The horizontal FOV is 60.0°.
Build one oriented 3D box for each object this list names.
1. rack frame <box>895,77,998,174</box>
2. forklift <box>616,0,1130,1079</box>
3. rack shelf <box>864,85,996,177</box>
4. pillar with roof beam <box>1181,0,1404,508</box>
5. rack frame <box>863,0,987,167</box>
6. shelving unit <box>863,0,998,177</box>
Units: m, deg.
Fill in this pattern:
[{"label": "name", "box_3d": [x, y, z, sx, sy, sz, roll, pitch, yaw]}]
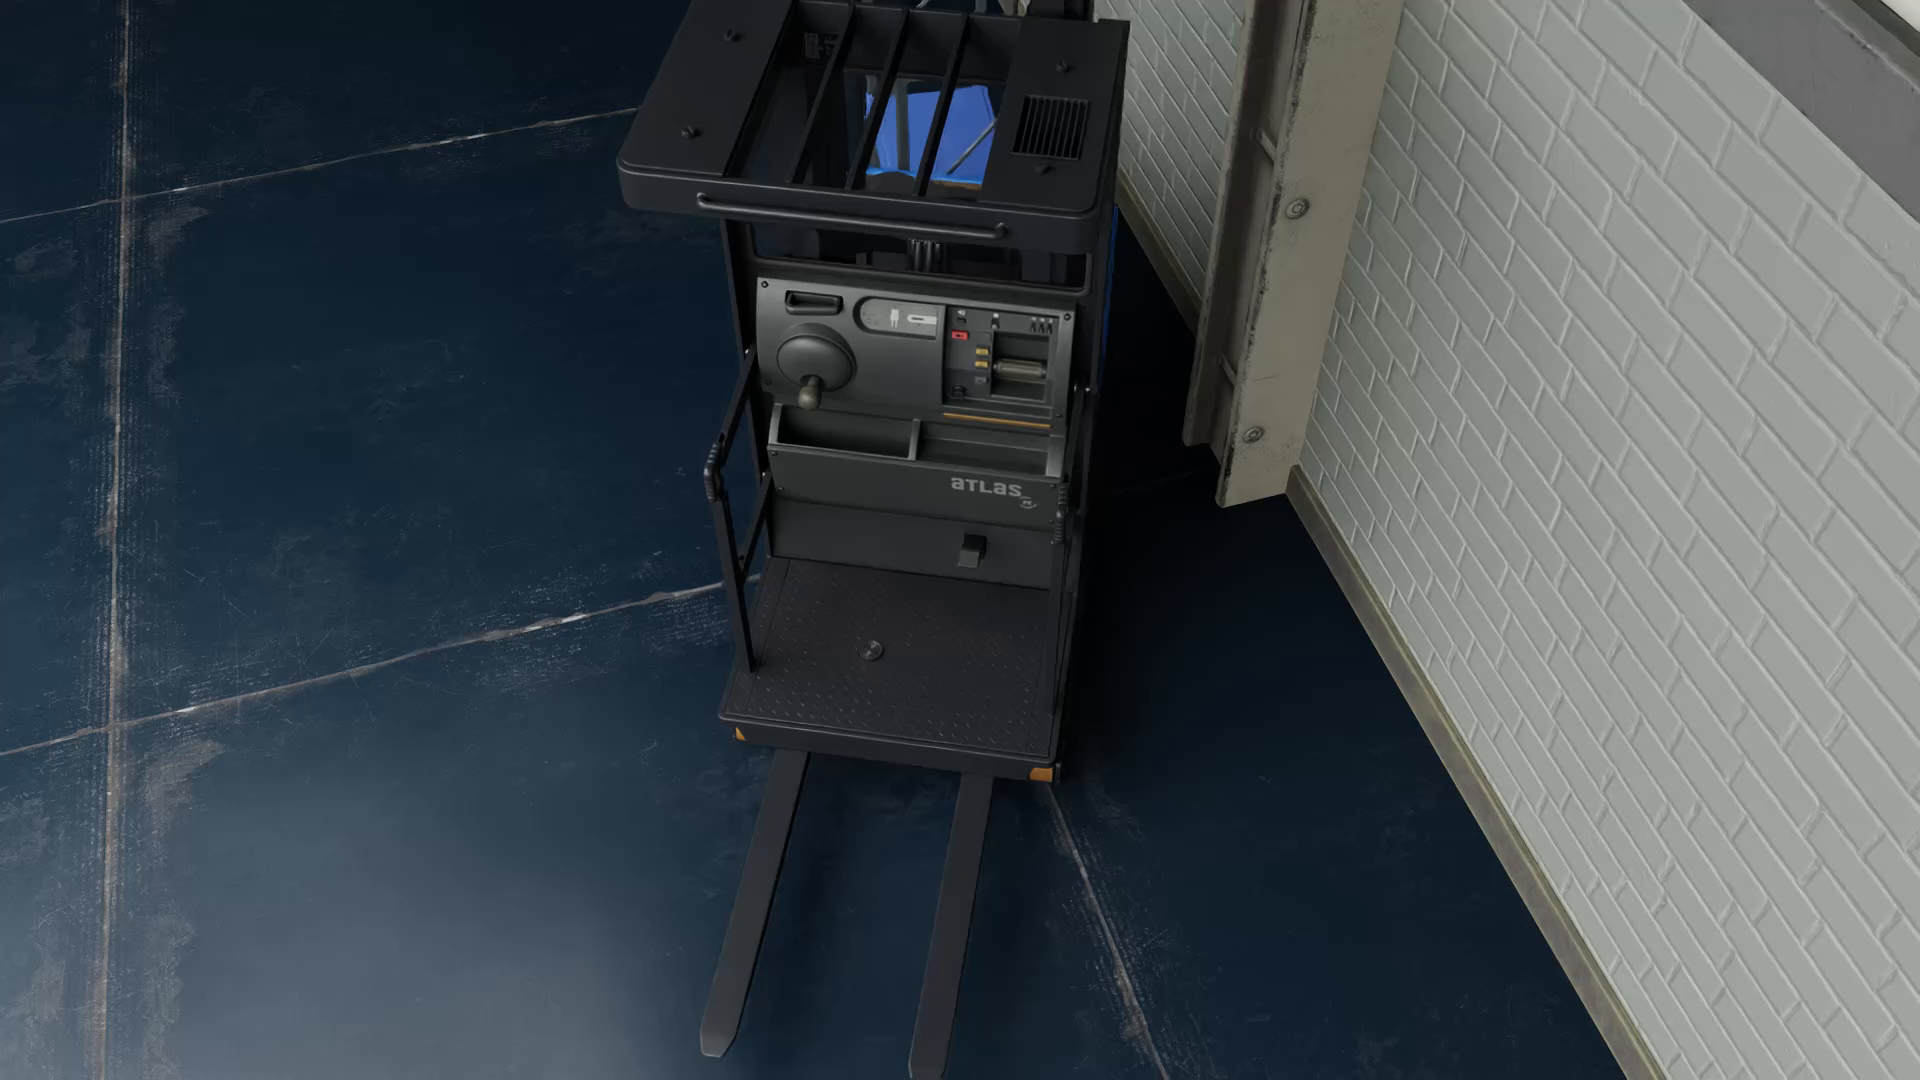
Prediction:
[{"label": "rack frame", "box_3d": [0.023, -1.208, 6.287, 0.500, 1.500, 0.032, -7, 50, -6]}, {"label": "forklift", "box_3d": [-0.166, -0.441, 4.705, 1.130, 2.935, 3.031, 7, 50, 6]}, {"label": "rack shelf", "box_3d": [-0.059, -1.476, 6.748, 0.538, 0.185, 1.000, -7, 50, -6]}, {"label": "pillar with roof beam", "box_3d": [-3.031, -2.228, 2.243, 9.100, 9.000, 0.400, -13, 51, -11]}, {"label": "rack frame", "box_3d": [-0.140, -1.975, 6.934, 0.500, 1.500, 0.032, -7, 50, -6]}, {"label": "shelving unit", "box_3d": [-0.059, -1.592, 6.611, 0.538, 1.500, 1.048, -7, 50, -6]}]
